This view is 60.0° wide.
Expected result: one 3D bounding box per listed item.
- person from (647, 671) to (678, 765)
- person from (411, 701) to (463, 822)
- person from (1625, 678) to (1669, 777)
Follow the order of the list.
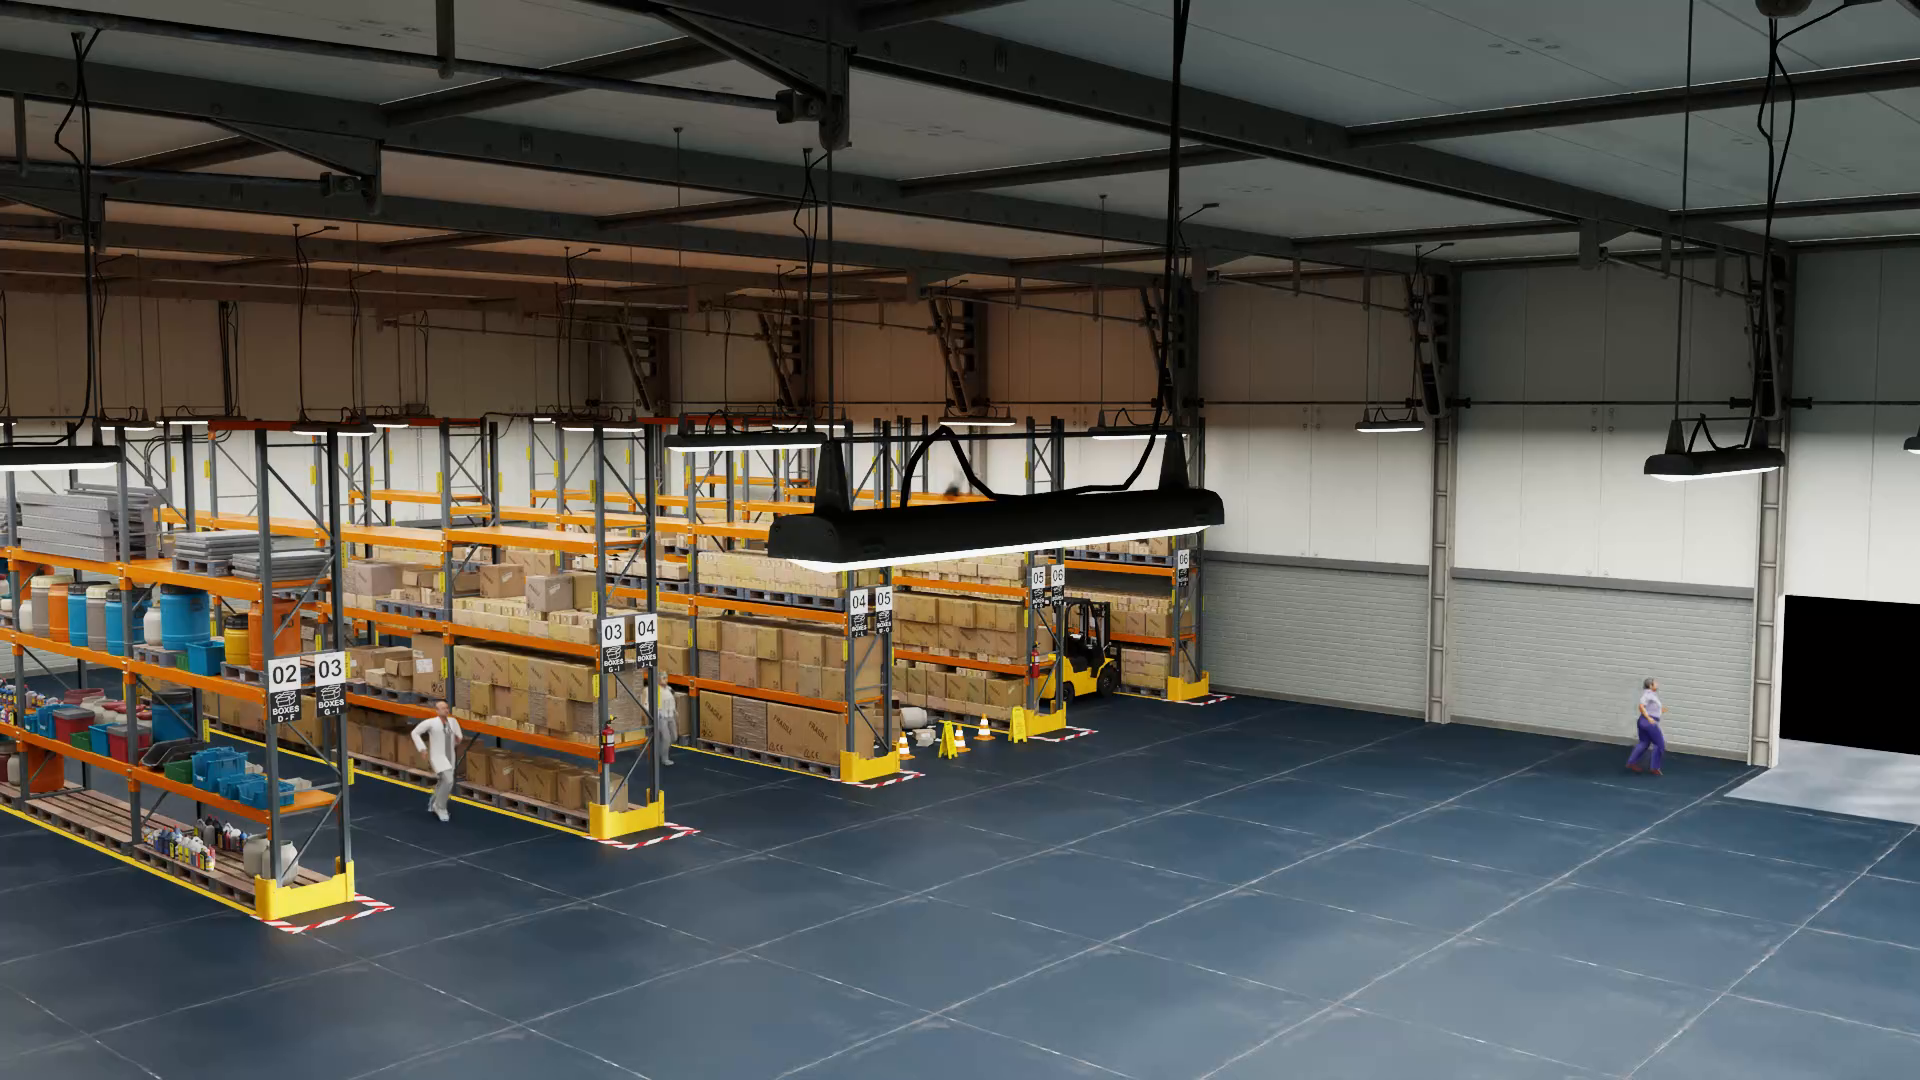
[{"bbox_3d":[-5.188,3.093,29.054,0.578,1.646,0.613,4,6,41],"label":"person"},{"bbox_3d":[-7.837,3.352,25.234,0.730,1.815,0.685,3,6,31],"label":"person"},{"bbox_3d":[11.678,3.193,28.231,0.671,1.705,0.592,1,5,9],"label":"person"}]
